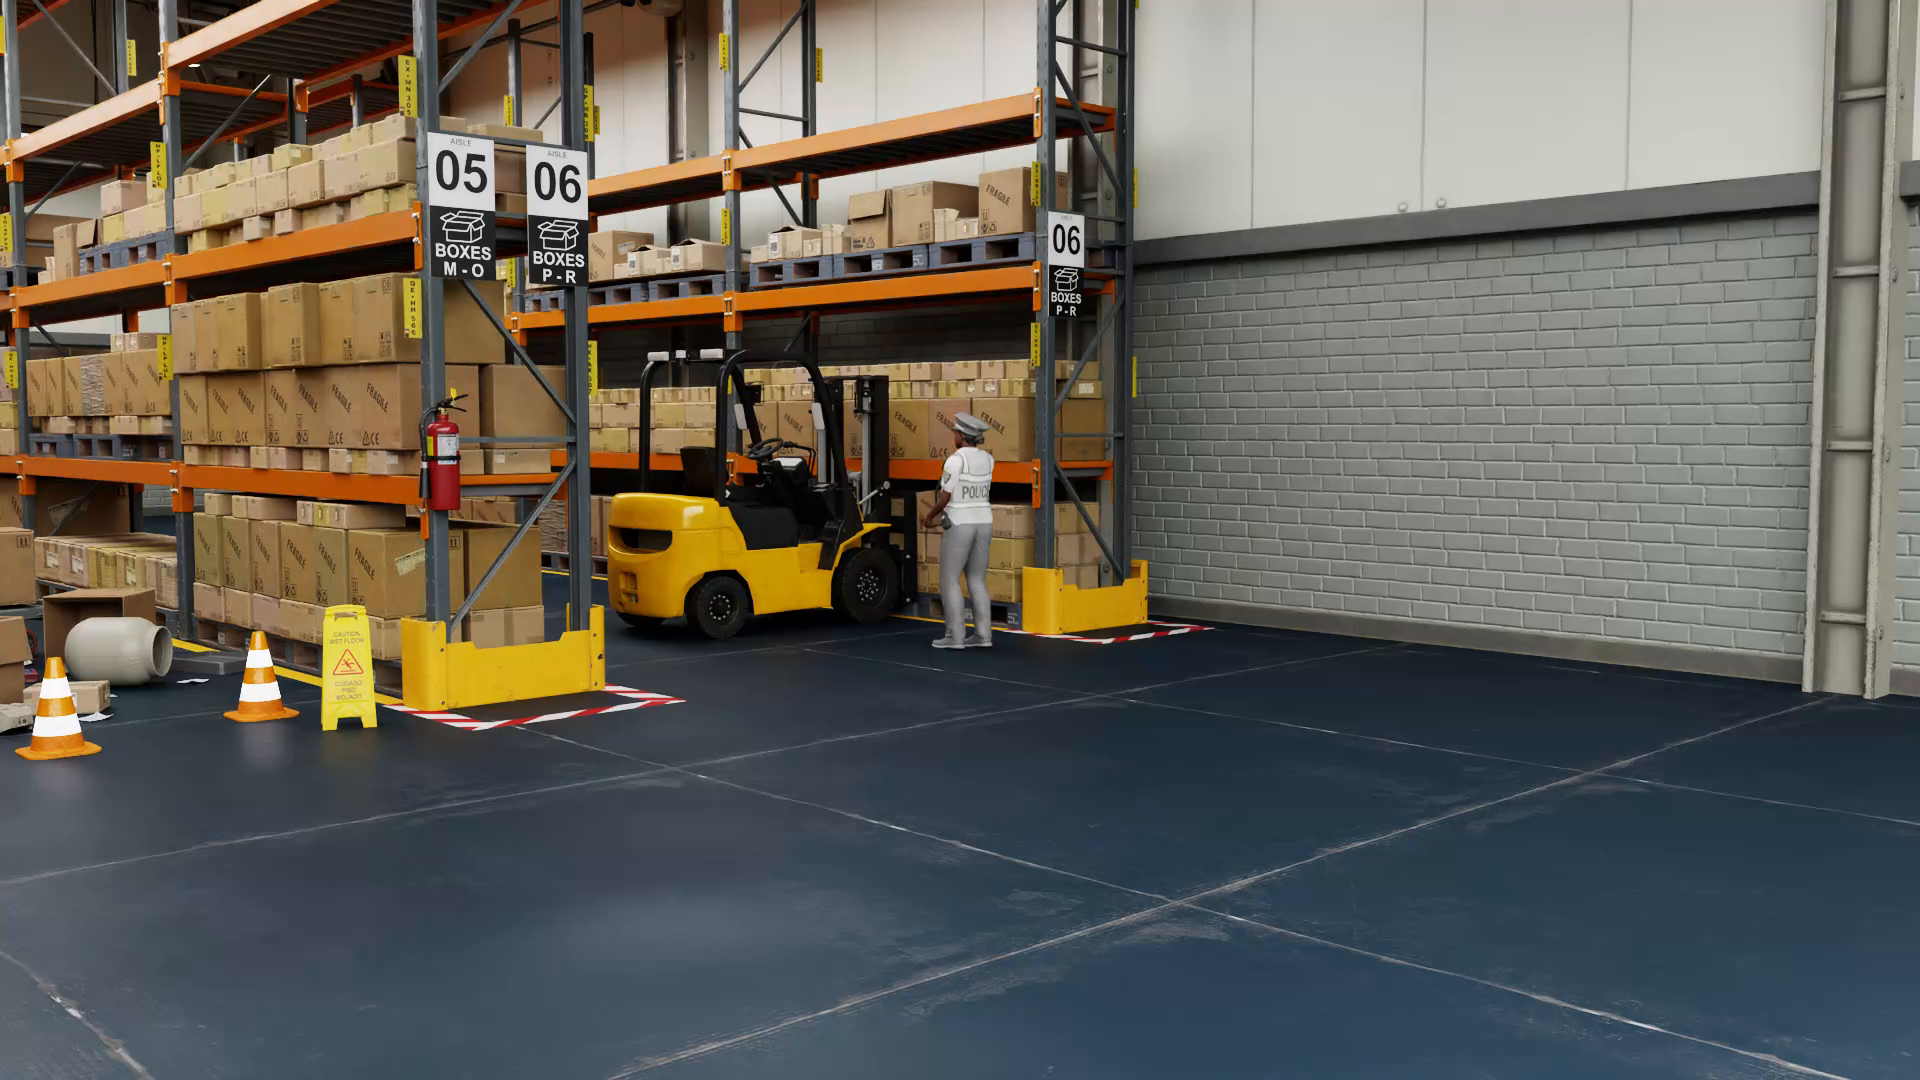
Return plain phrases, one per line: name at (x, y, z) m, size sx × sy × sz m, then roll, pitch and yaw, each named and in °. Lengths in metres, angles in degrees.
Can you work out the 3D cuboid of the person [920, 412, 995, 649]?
person at (-0.006, -0.066, 11.859) m, size 0.451 × 1.683 × 0.531 m, roll -4°, pitch 5°, yaw -43°
